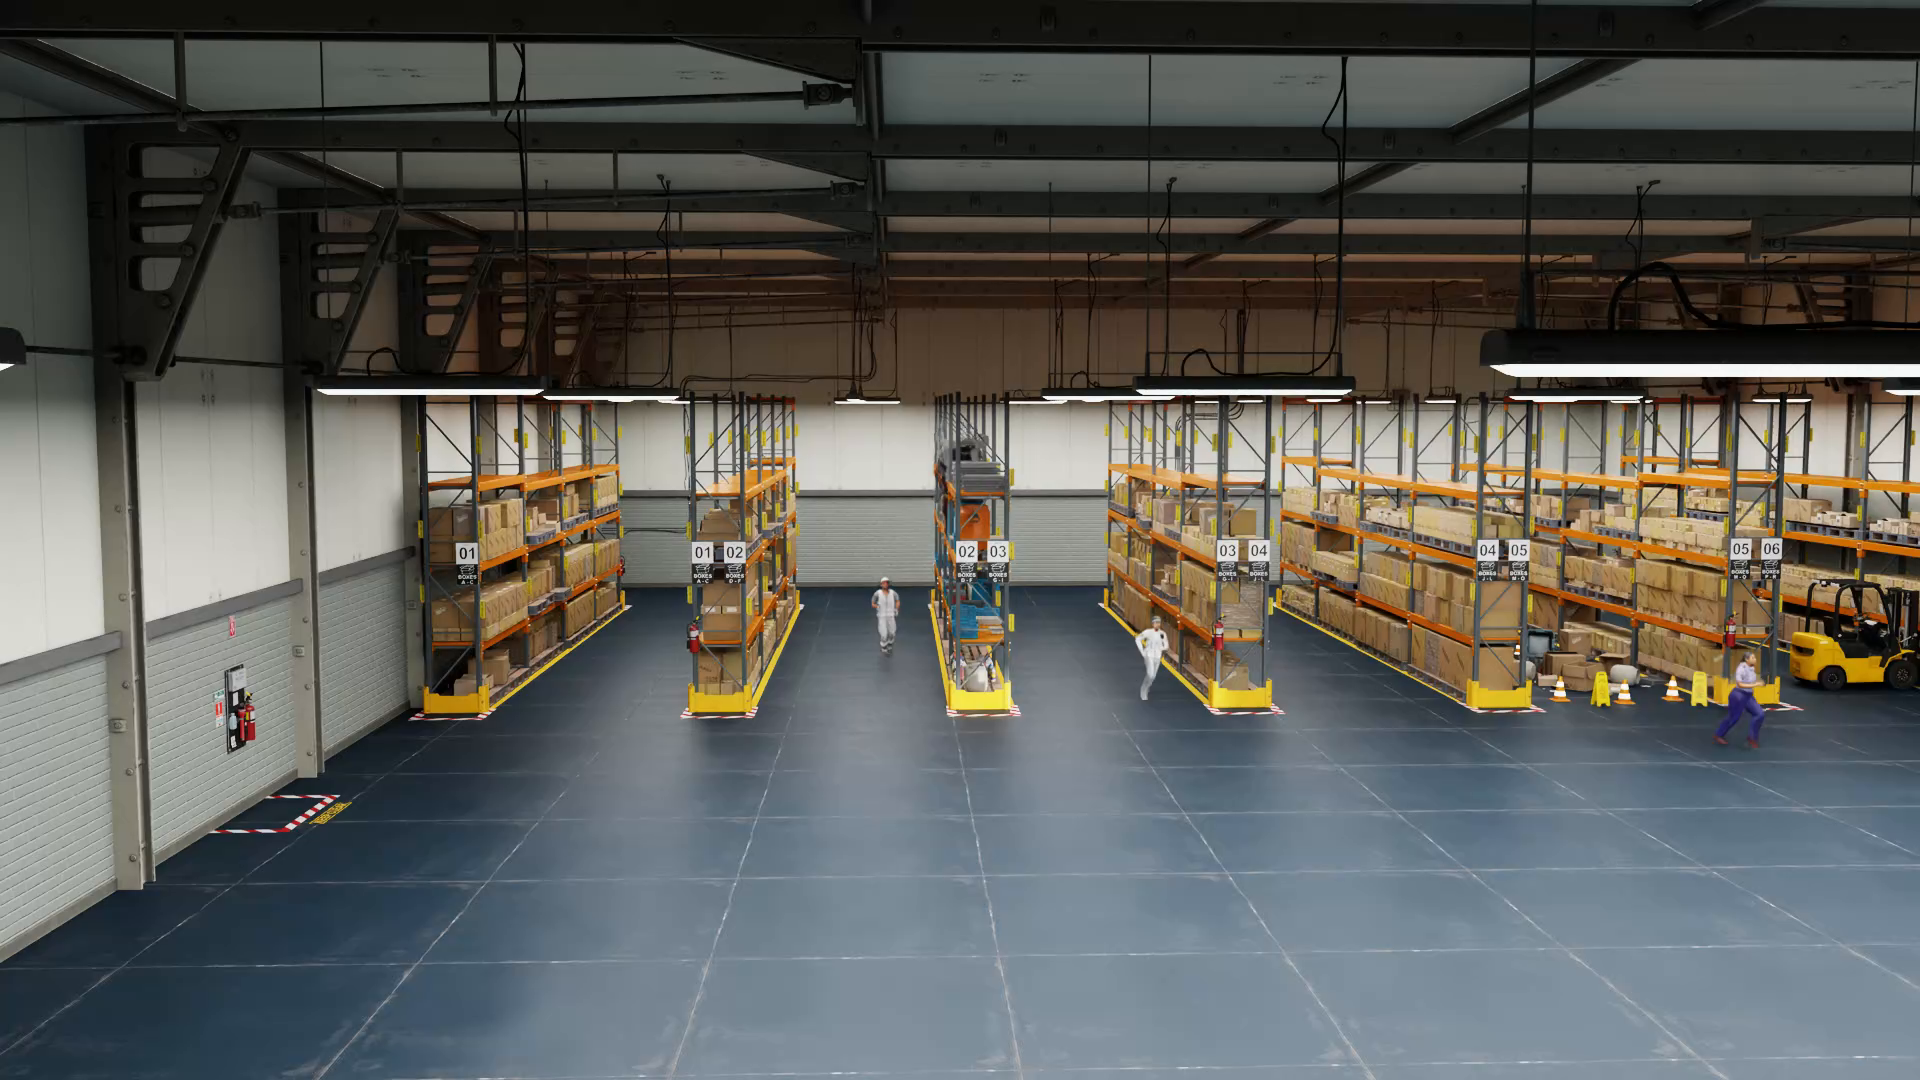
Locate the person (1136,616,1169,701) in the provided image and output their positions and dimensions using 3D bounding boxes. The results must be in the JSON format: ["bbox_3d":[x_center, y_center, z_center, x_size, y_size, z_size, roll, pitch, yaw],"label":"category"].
[{"bbox_3d":[3.768,2.295,32.405,0.588,1.669,0.601,-1,5,-17],"label":"person"}]

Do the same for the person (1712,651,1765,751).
[{"bbox_3d":[13.060,2.685,27.860,0.626,1.685,0.828,-4,6,-44],"label":"person"}]

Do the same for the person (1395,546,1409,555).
[{"bbox_3d":[12.861,0.910,48.960,0.705,1.823,0.632,0,5,-5],"label":"person"}]

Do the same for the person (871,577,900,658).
[{"bbox_3d":[-1.597,1.706,36.260,0.644,1.780,0.575,-1,5,-11],"label":"person"}]
